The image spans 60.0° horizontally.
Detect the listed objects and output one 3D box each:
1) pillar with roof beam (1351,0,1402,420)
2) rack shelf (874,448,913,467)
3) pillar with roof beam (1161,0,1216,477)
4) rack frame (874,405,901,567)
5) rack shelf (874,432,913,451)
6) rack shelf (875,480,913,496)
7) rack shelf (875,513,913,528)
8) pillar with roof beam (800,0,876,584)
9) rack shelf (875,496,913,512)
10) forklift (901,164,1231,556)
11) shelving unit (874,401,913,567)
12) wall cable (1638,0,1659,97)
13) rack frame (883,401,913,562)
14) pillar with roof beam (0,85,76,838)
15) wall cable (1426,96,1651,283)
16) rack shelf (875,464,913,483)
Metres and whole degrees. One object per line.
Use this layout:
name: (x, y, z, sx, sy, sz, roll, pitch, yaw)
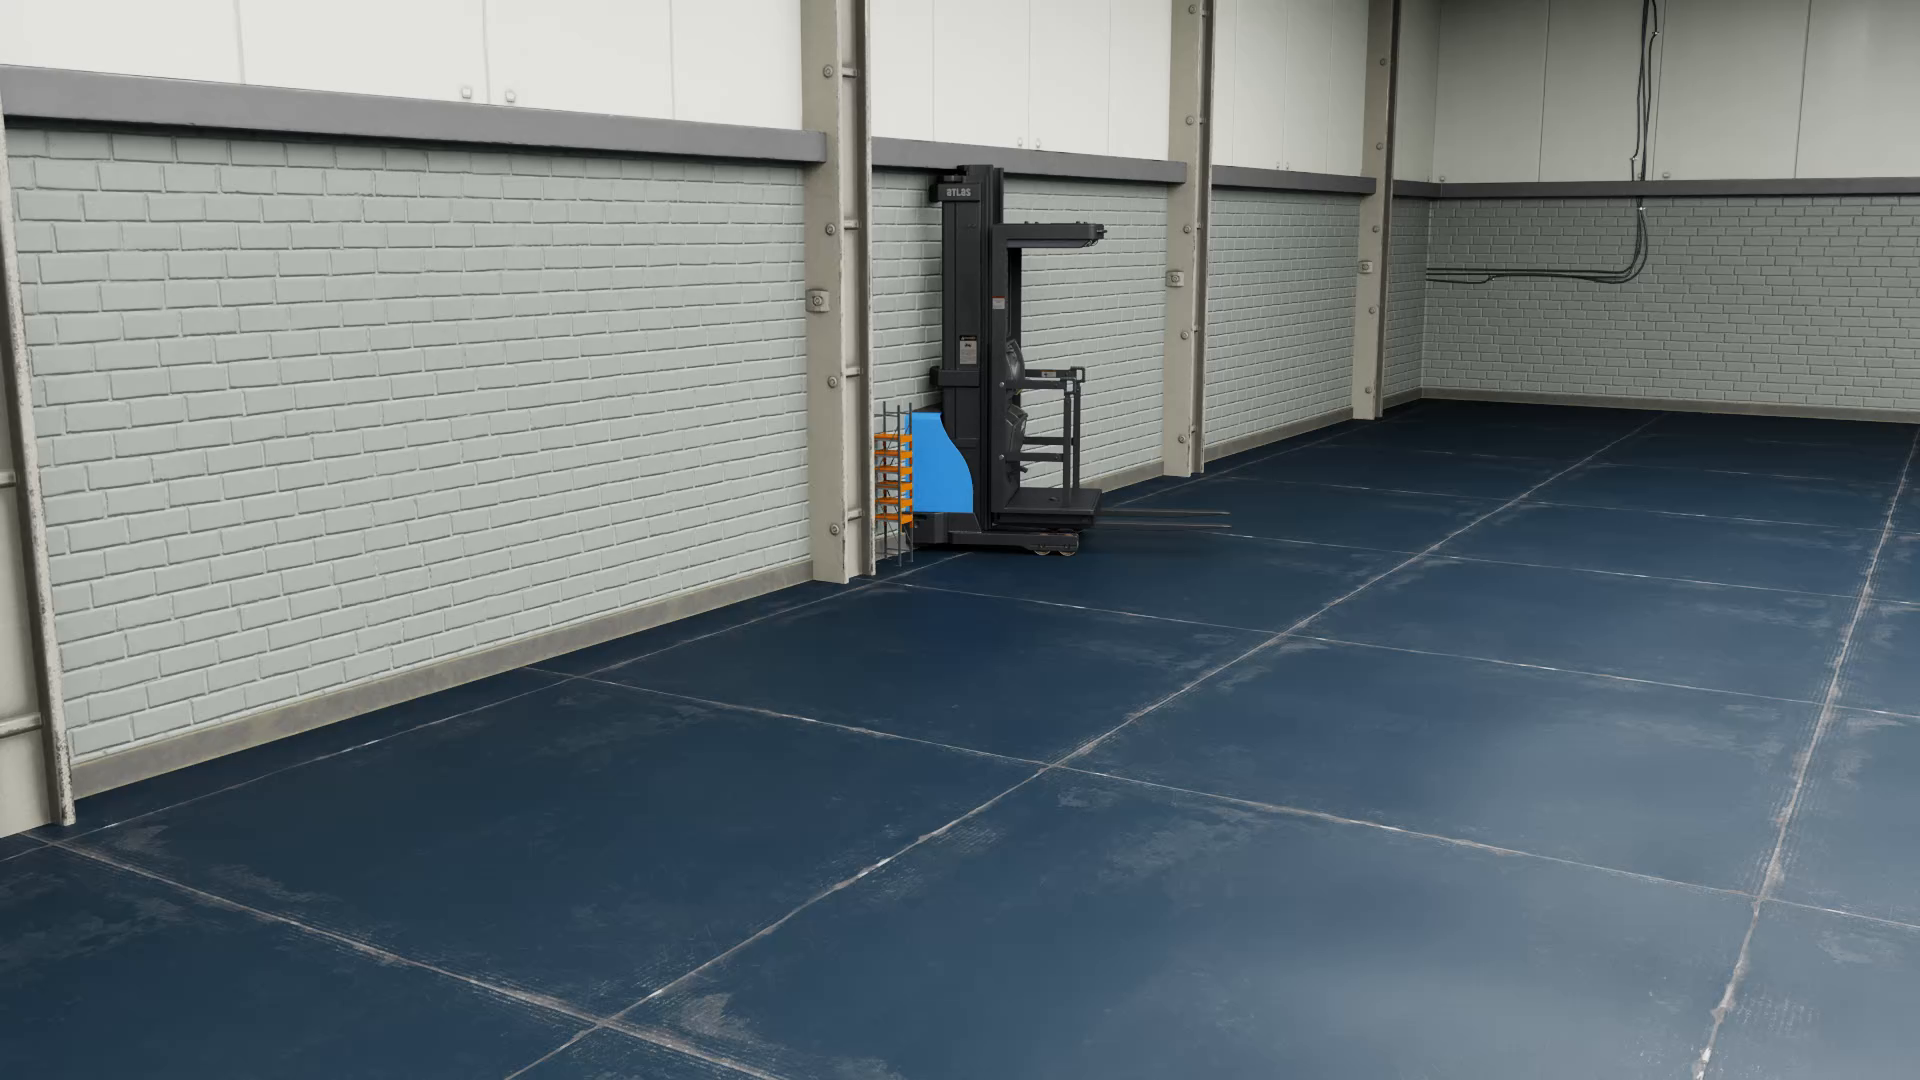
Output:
pillar with roof beam: (9.066, -5.636, 19.021, 9.100, 9.000, 0.400, 6, 12, 31)
rack shelf: (-0.504, -0.610, 12.305, 0.258, 0.103, 0.180, 5, 12, 26)
pillar with roof beam: (5.951, -4.693, 13.980, 9.100, 9.000, 0.400, 6, 12, 31)
rack frame: (-0.545, -0.403, 12.260, 0.240, 1.200, 0.006, 5, 12, 26)
rack shelf: (-0.504, -0.728, 12.283, 0.258, 0.103, 0.180, 5, 12, 26)
rack shelf: (-0.504, -0.374, 12.349, 0.258, 0.103, 0.180, 5, 12, 26)
rack shelf: (-0.504, -0.138, 12.393, 0.258, 0.103, 0.180, 5, 12, 26)
pillar with roof beam: (2.836, -3.749, 8.940, 9.100, 9.000, 0.400, 6, 12, 31)
rack shelf: (-0.504, -0.256, 12.371, 0.258, 0.103, 0.180, 5, 12, 26)
forklift: (0.620, -1.424, 13.011, 3.031, 2.935, 1.130, 2, 11, 8)
shelving unit: (-0.504, -0.418, 12.341, 0.258, 1.200, 0.189, 5, 12, 26)
wall cable: (10.359, -7.082, 21.458, 3.097, 2.526, 0.112, 6, 12, 31)
rack frame: (-0.463, -0.433, 12.421, 0.240, 1.200, 0.006, 5, 12, 26)
pillar with roof beam: (-0.279, -2.805, 3.899, 9.100, 9.000, 0.400, 6, 12, 31)
wall cable: (8.047, -4.858, 23.303, 3.097, 2.526, 0.112, 6, 12, 31)
rack shelf: (-0.504, -0.492, 12.327, 0.258, 0.103, 0.180, 5, 12, 26)
